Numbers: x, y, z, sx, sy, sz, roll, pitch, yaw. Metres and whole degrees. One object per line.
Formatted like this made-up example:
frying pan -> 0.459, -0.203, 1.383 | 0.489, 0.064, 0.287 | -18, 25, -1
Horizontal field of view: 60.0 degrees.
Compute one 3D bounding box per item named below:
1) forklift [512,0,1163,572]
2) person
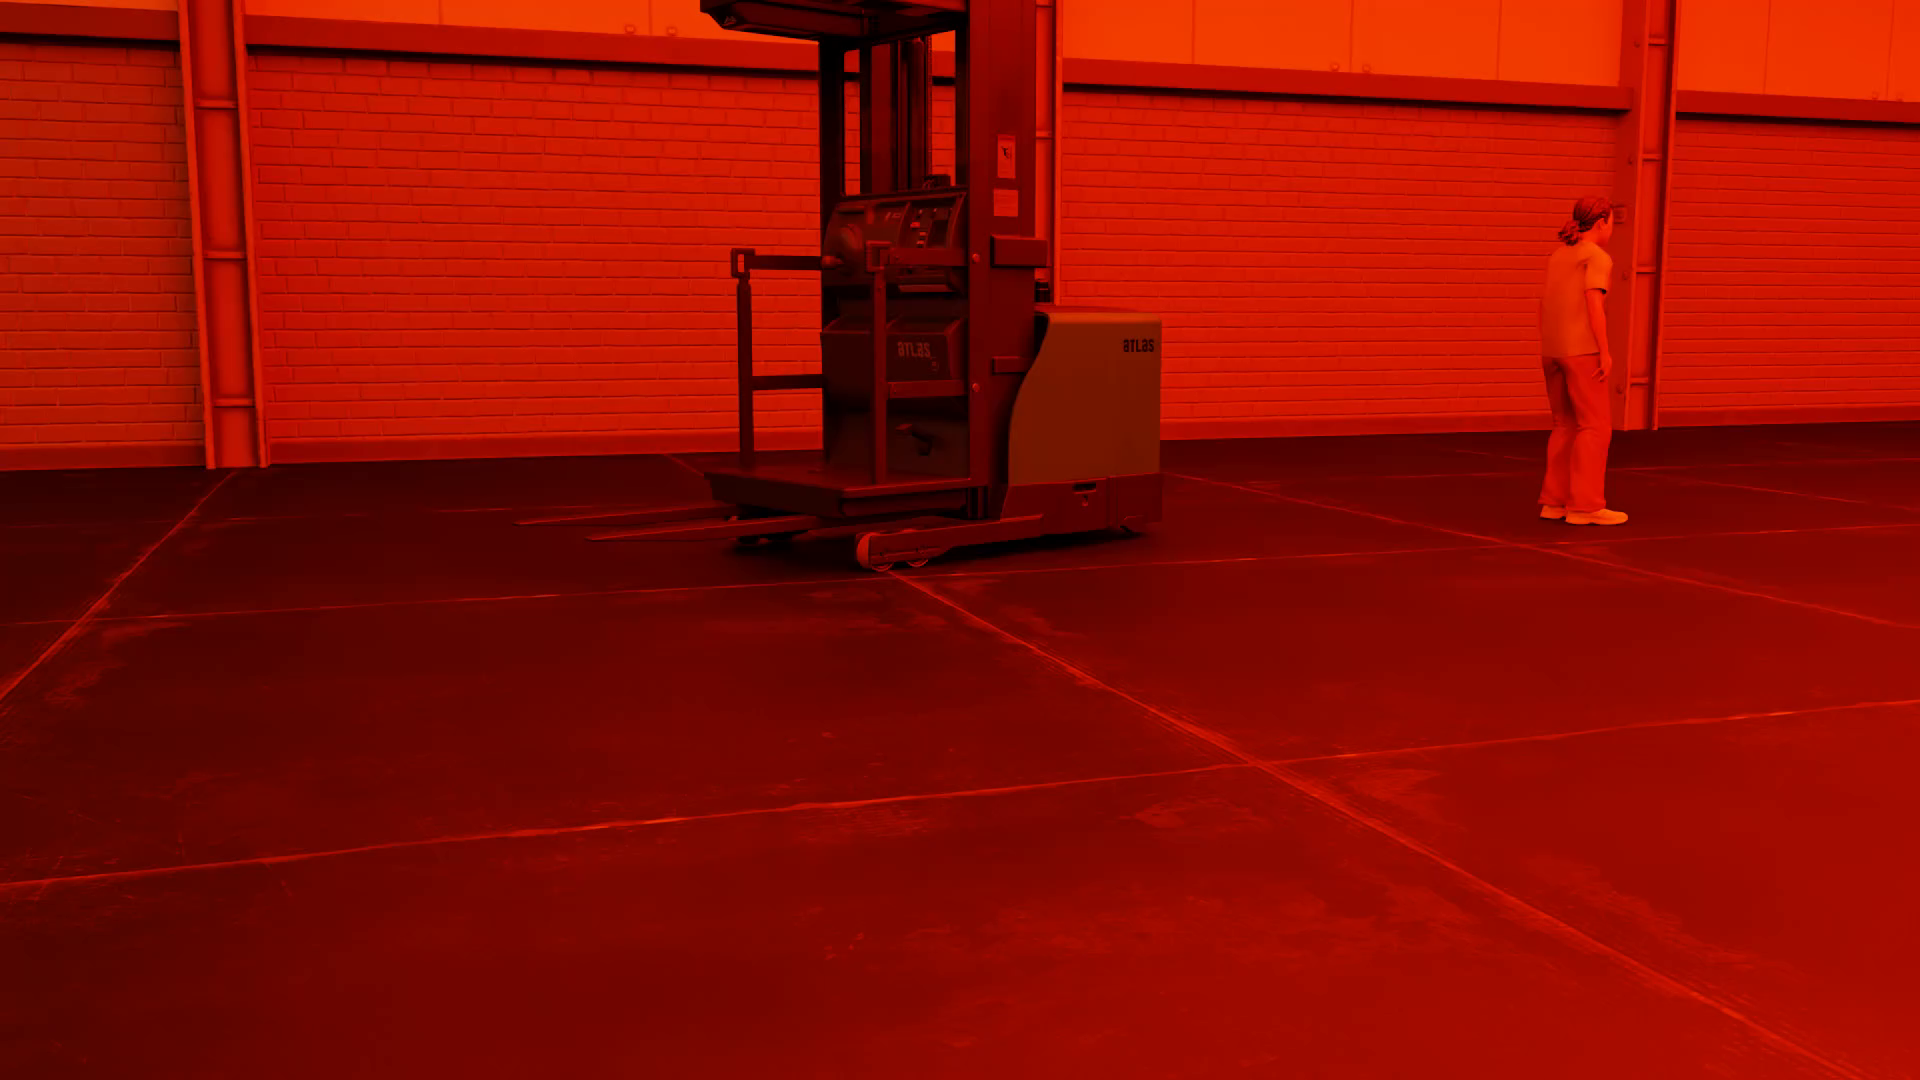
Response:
forklift -> -0.461, -1.399, 7.333 | 3.031, 2.935, 1.130 | -7, 10, -40
person -> 3.192, -0.930, 8.561 | 0.365, 1.671, 0.506 | -2, 8, -14
